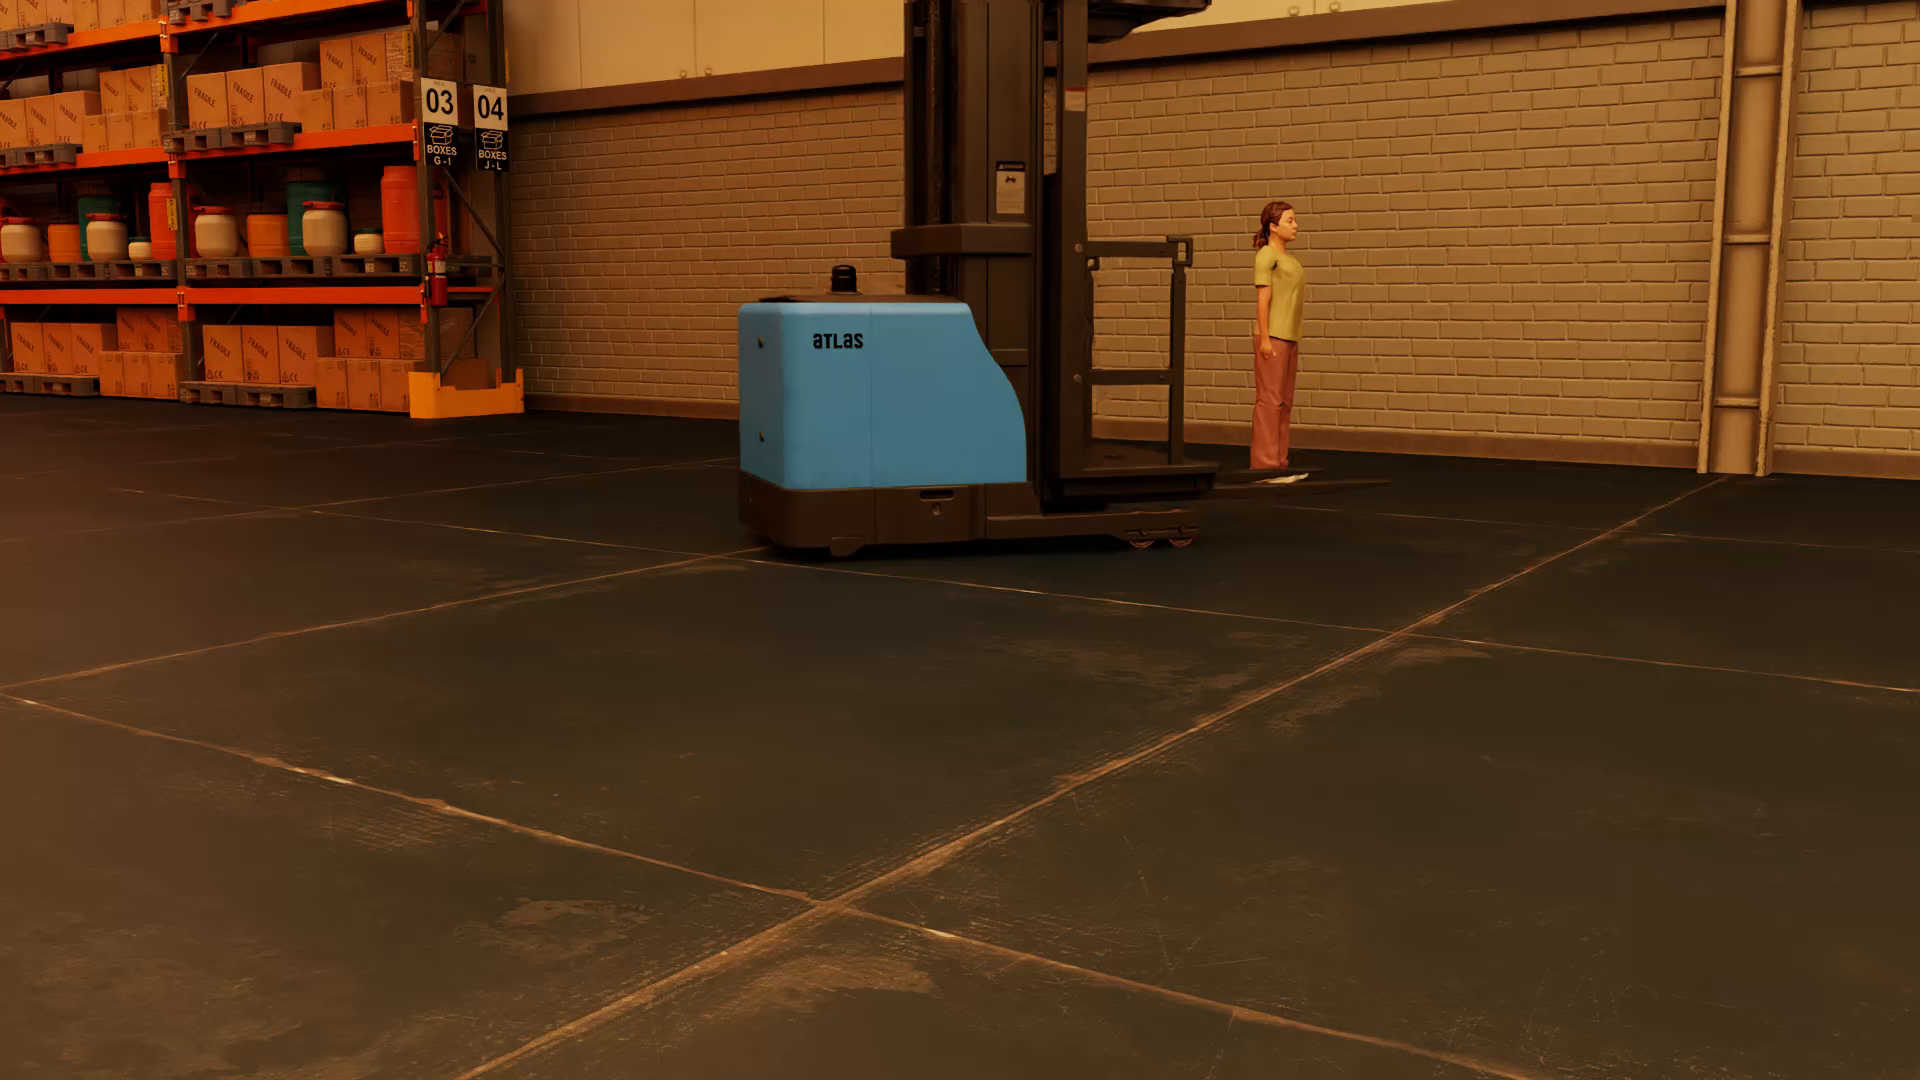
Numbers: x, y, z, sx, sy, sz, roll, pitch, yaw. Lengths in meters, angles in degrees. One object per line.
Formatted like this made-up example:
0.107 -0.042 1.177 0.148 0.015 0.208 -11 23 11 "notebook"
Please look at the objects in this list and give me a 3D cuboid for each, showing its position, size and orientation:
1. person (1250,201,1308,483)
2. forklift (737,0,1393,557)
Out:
1.920 -1.187 10.015 0.370 1.673 0.429 4 9 27 "person"
0.542 -1.482 7.617 3.031 2.935 1.130 -3 9 -19 "forklift"
